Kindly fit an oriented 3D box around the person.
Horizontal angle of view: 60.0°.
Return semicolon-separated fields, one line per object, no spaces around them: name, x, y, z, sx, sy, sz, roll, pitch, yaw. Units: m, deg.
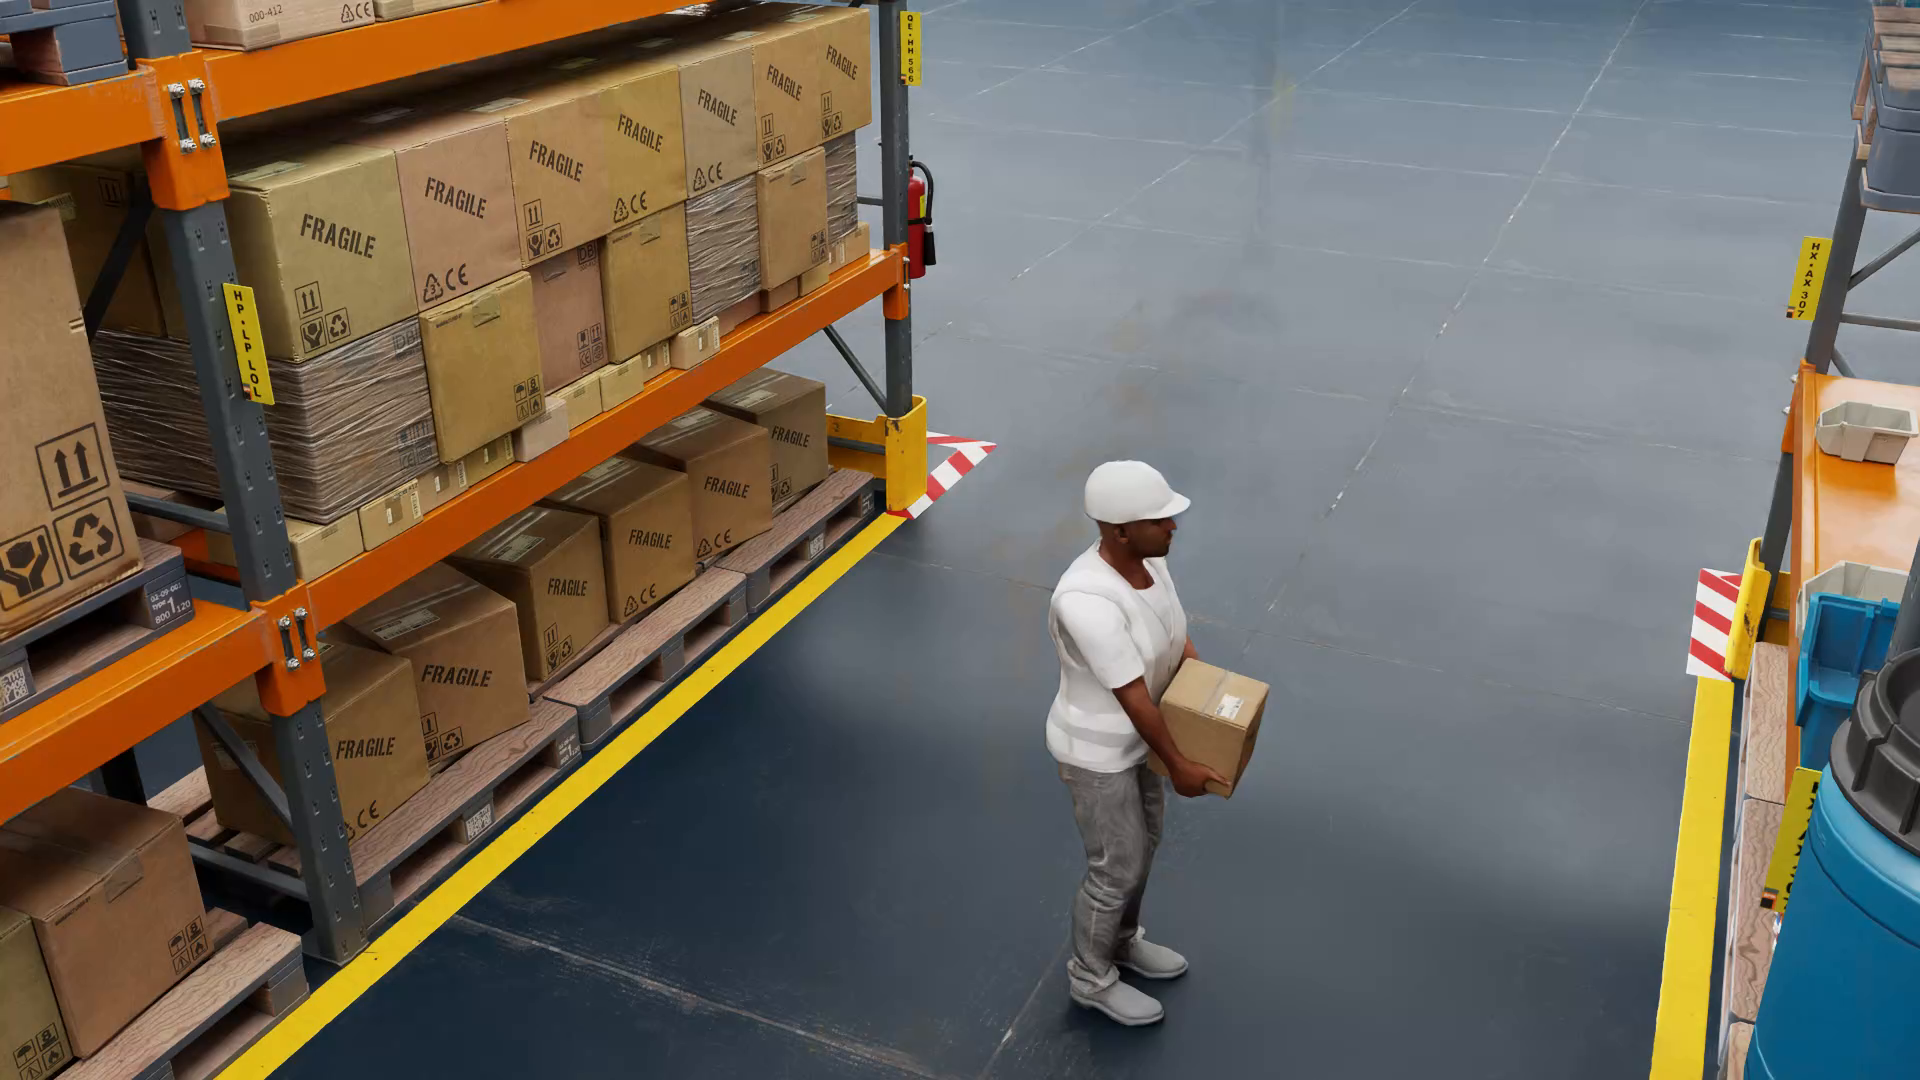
person;0.551;0.602;4.851;0.569;1.763;0.505;11;28;21
